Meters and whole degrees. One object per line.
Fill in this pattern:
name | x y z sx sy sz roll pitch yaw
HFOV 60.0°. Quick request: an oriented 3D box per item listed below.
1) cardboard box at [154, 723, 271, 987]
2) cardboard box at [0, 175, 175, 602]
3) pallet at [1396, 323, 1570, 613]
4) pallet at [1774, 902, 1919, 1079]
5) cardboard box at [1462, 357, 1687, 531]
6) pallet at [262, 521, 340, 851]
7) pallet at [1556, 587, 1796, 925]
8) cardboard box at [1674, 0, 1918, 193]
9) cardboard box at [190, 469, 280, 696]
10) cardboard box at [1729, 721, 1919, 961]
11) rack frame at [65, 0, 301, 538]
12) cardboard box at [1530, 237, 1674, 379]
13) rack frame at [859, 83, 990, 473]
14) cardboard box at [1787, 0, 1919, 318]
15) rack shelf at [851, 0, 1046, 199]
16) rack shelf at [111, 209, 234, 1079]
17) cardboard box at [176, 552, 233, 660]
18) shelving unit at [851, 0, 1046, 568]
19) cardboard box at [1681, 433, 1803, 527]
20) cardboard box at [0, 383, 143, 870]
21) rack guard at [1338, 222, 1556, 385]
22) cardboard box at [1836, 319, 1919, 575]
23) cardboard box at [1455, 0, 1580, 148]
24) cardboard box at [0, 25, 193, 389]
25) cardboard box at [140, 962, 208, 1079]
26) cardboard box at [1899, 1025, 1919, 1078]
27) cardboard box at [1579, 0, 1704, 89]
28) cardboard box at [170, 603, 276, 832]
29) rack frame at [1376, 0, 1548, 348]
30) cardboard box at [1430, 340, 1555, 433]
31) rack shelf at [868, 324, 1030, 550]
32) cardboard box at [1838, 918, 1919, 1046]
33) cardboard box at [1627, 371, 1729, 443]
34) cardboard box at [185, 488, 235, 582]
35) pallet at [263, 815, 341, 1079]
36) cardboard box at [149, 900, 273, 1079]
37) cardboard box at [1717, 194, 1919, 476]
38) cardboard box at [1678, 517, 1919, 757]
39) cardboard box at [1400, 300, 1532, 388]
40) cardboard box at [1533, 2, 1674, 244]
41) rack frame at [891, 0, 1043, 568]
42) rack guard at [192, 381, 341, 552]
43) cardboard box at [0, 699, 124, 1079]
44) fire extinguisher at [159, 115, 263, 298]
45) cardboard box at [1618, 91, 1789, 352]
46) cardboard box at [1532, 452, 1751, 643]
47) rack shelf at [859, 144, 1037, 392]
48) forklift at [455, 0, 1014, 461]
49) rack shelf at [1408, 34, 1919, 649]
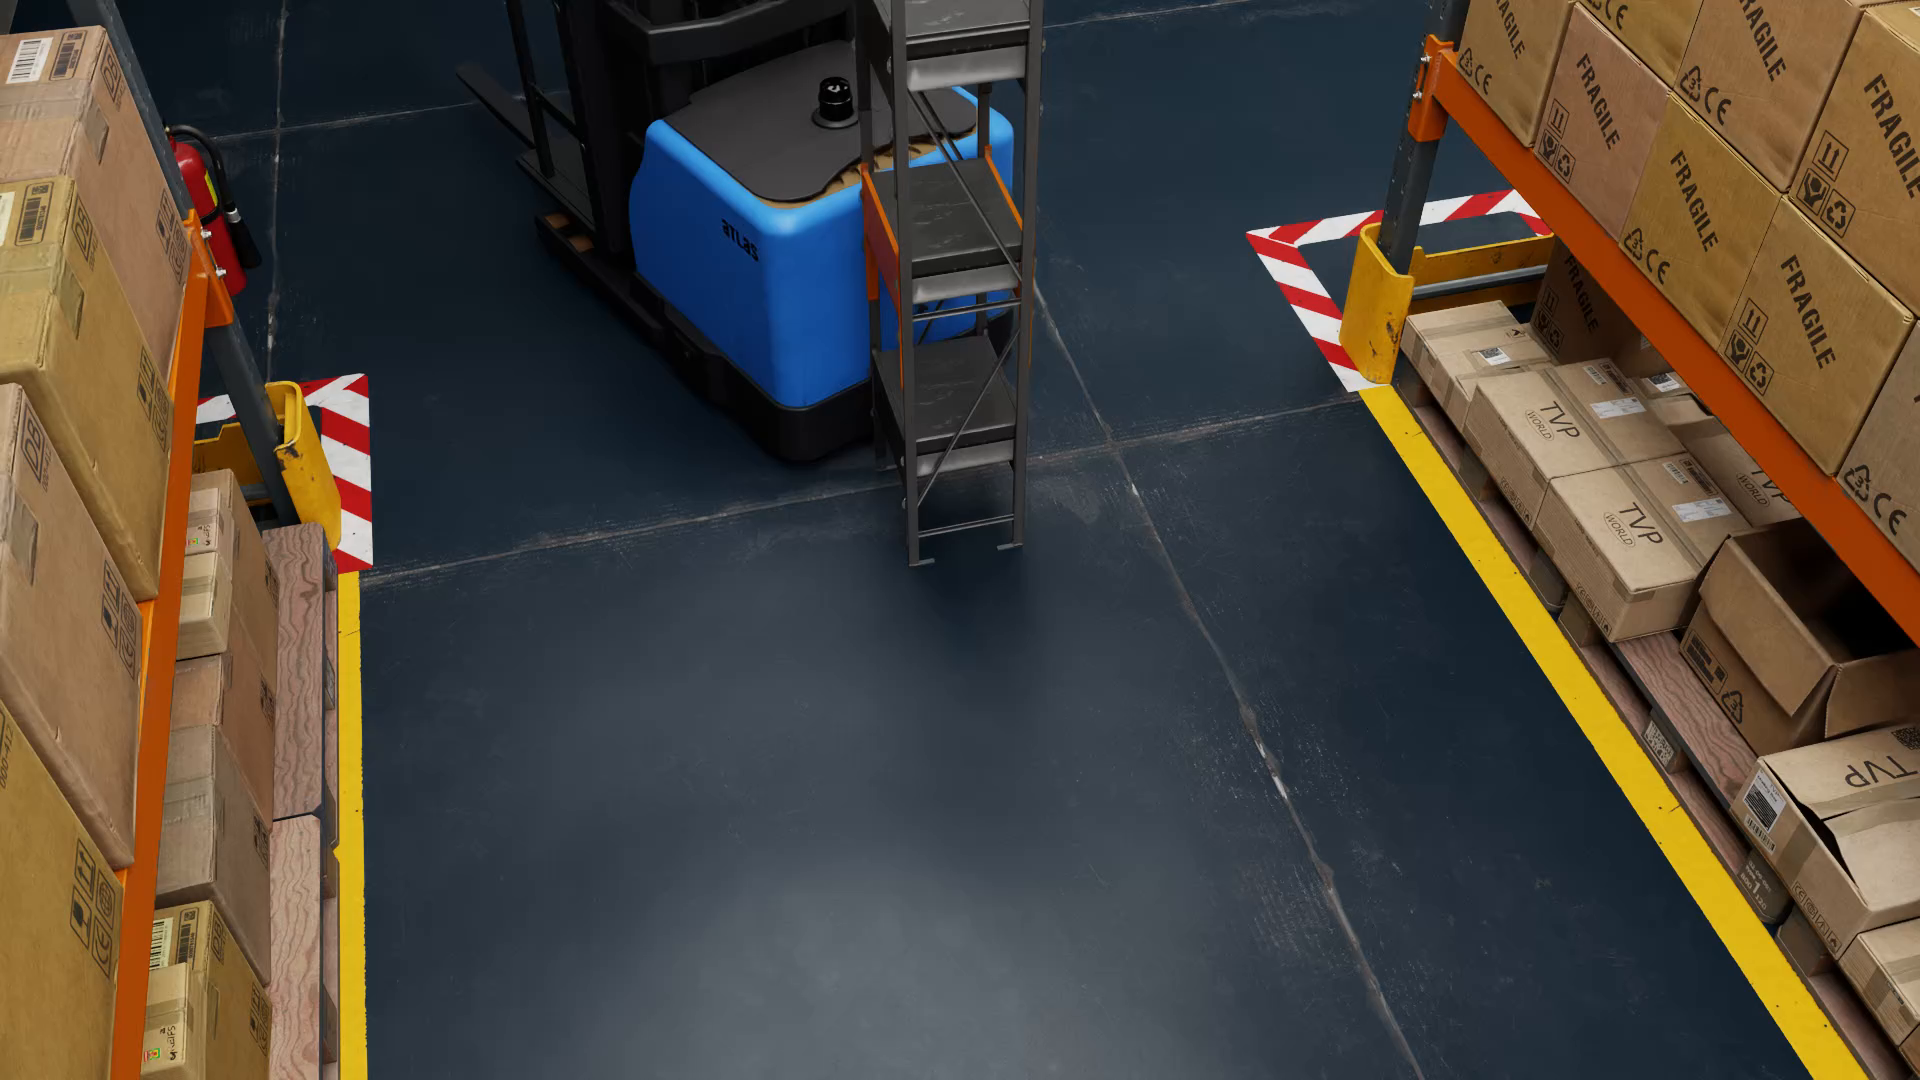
cardboard box | -2.195 0.885 4.239 0.700 0.500 0.500 -12 47 -12
cardboard box | -2.391 -0.255 3.690 0.980 0.700 0.700 -11 47 -11
pallet | 2.284 -0.330 5.926 1.003 0.211 1.213 -11 47 -10
pallet | 2.908 1.354 4.275 1.003 0.211 1.213 -11 47 -10
cardboard box | 2.052 -0.328 5.589 0.500 0.250 0.500 -11 47 -10
pallet | -2.448 0.513 5.100 1.003 0.211 1.213 -11 47 -10
pallet | 2.593 0.510 5.102 1.003 0.211 1.213 -11 47 -10
cardboard box | 2.183 -1.234 4.089 0.500 0.500 0.500 -10 46 -10
cardboard box | -2.452 0.192 4.918 0.700 0.500 0.500 -11 47 -10
cardboard box | 2.471 0.780 4.460 0.500 0.311 0.500 -11 47 -10
rack frame | -2.728 -1.001 4.631 1.000 3.000 0.127 -11 47 -10
cardboard box | 2.437 -0.858 5.933 0.500 0.500 0.500 -11 47 -10
rack frame | -0.105 -1.018 5.277 0.400 2.100 0.015 -11 47 -10
cardboard box | 2.313 -0.883 3.745 0.500 0.500 0.500 -11 47 -11
rack shelf | -0.042 -1.330 4.622 0.431 0.518 0.480 -11 47 -10
rack shelf | -2.216 0.632 3.534 1.077 0.370 4.000 -11 47 -10
cardboard box | -2.177 0.197 4.459 0.380 0.149 0.250 -10 46 -9
shelving unit | -0.042 -0.849 5.112 0.431 2.100 0.503 -11 47 -10
cardboard box | 2.651 -0.109 5.374 0.500 0.250 0.500 -11 47 -10
cardboard box | -2.205 0.273 3.173 0.980 0.700 0.700 -13 47 -12
rack guard | 2.079 -0.982 6.362 1.175 0.500 0.348 -11 47 -10
cardboard box | 2.440 -0.191 3.767 0.500 0.500 0.500 -10 46 -9
cardboard box | 1.918 -1.590 5.138 0.500 0.500 0.500 -10 46 -9
cardboard box | -2.588 -0.756 4.180 0.980 0.700 0.700 -9 46 -9
cardboard box | -1.842 1.096 3.577 0.380 0.149 0.250 -12 47 -11
cardboard box | 2.663 1.232 3.885 0.500 0.500 0.500 -11 47 -10
cardboard box | 2.059 -1.580 4.428 0.500 0.500 0.500 -10 46 -10
cardboard box | -2.324 0.537 4.579 0.700 0.500 0.500 -11 47 -10
rack frame | 2.059 -1.909 5.521 1.000 3.000 0.127 -11 47 -10
cardboard box | 1.898 -0.547 5.862 0.380 0.166 0.250 -11 47 -10
rack shelf | -0.042 -0.350 5.622 0.431 0.518 0.480 -11 47 -10
cardboard box | 2.509 1.107 4.253 0.380 0.149 0.250 -11 47 -10
cardboard box | 2.453 -0.445 5.762 0.380 0.166 0.250 -11 47 -10
cardboard box | -2.243 0.020 4.632 0.380 0.149 0.250 -11 47 -11
pallet | -2.139 1.354 4.276 1.003 0.211 1.213 -11 47 -10
cardboard box | -2.051 1.251 3.880 0.700 0.500 0.500 -10 46 -9
cardboard box | 2.307 -0.542 4.111 0.500 0.500 0.500 -10 46 -10
cardboard box | 2.597 0.276 4.819 0.797 0.503 0.637 -11 47 -10
cardboard box | 1.834 -0.713 6.037 0.380 0.149 0.250 -11 47 -10
cardboard box | 2.055 -1.234 4.790 0.500 0.500 0.500 -11 47 -11
rack frame | 0.020 -0.681 4.947 0.400 2.100 0.015 -11 47 -10
rack guard | -2.734 -0.143 5.540 1.175 0.500 0.348 -11 47 -10
cardboard box | -2.009 0.773 2.682 0.980 0.700 0.700 -12 47 -11
fire extinguisher | -2.321 -1.032 4.976 0.296 0.674 0.183 -11 47 -10
cardboard box | 2.181 -0.887 4.449 0.500 0.500 0.500 -11 47 -10
cardboard box | 2.180 0.017 5.250 0.500 0.250 0.500 -11 47 -10
rack shelf | -0.042 -0.840 5.122 0.431 0.518 0.480 -11 47 -10
forklift | -1.101 -2.308 5.960 1.130 2.935 3.031 -29 52 -25
rack shelf | 2.571 -0.277 4.425 1.077 0.370 4.000 -11 47 -10
